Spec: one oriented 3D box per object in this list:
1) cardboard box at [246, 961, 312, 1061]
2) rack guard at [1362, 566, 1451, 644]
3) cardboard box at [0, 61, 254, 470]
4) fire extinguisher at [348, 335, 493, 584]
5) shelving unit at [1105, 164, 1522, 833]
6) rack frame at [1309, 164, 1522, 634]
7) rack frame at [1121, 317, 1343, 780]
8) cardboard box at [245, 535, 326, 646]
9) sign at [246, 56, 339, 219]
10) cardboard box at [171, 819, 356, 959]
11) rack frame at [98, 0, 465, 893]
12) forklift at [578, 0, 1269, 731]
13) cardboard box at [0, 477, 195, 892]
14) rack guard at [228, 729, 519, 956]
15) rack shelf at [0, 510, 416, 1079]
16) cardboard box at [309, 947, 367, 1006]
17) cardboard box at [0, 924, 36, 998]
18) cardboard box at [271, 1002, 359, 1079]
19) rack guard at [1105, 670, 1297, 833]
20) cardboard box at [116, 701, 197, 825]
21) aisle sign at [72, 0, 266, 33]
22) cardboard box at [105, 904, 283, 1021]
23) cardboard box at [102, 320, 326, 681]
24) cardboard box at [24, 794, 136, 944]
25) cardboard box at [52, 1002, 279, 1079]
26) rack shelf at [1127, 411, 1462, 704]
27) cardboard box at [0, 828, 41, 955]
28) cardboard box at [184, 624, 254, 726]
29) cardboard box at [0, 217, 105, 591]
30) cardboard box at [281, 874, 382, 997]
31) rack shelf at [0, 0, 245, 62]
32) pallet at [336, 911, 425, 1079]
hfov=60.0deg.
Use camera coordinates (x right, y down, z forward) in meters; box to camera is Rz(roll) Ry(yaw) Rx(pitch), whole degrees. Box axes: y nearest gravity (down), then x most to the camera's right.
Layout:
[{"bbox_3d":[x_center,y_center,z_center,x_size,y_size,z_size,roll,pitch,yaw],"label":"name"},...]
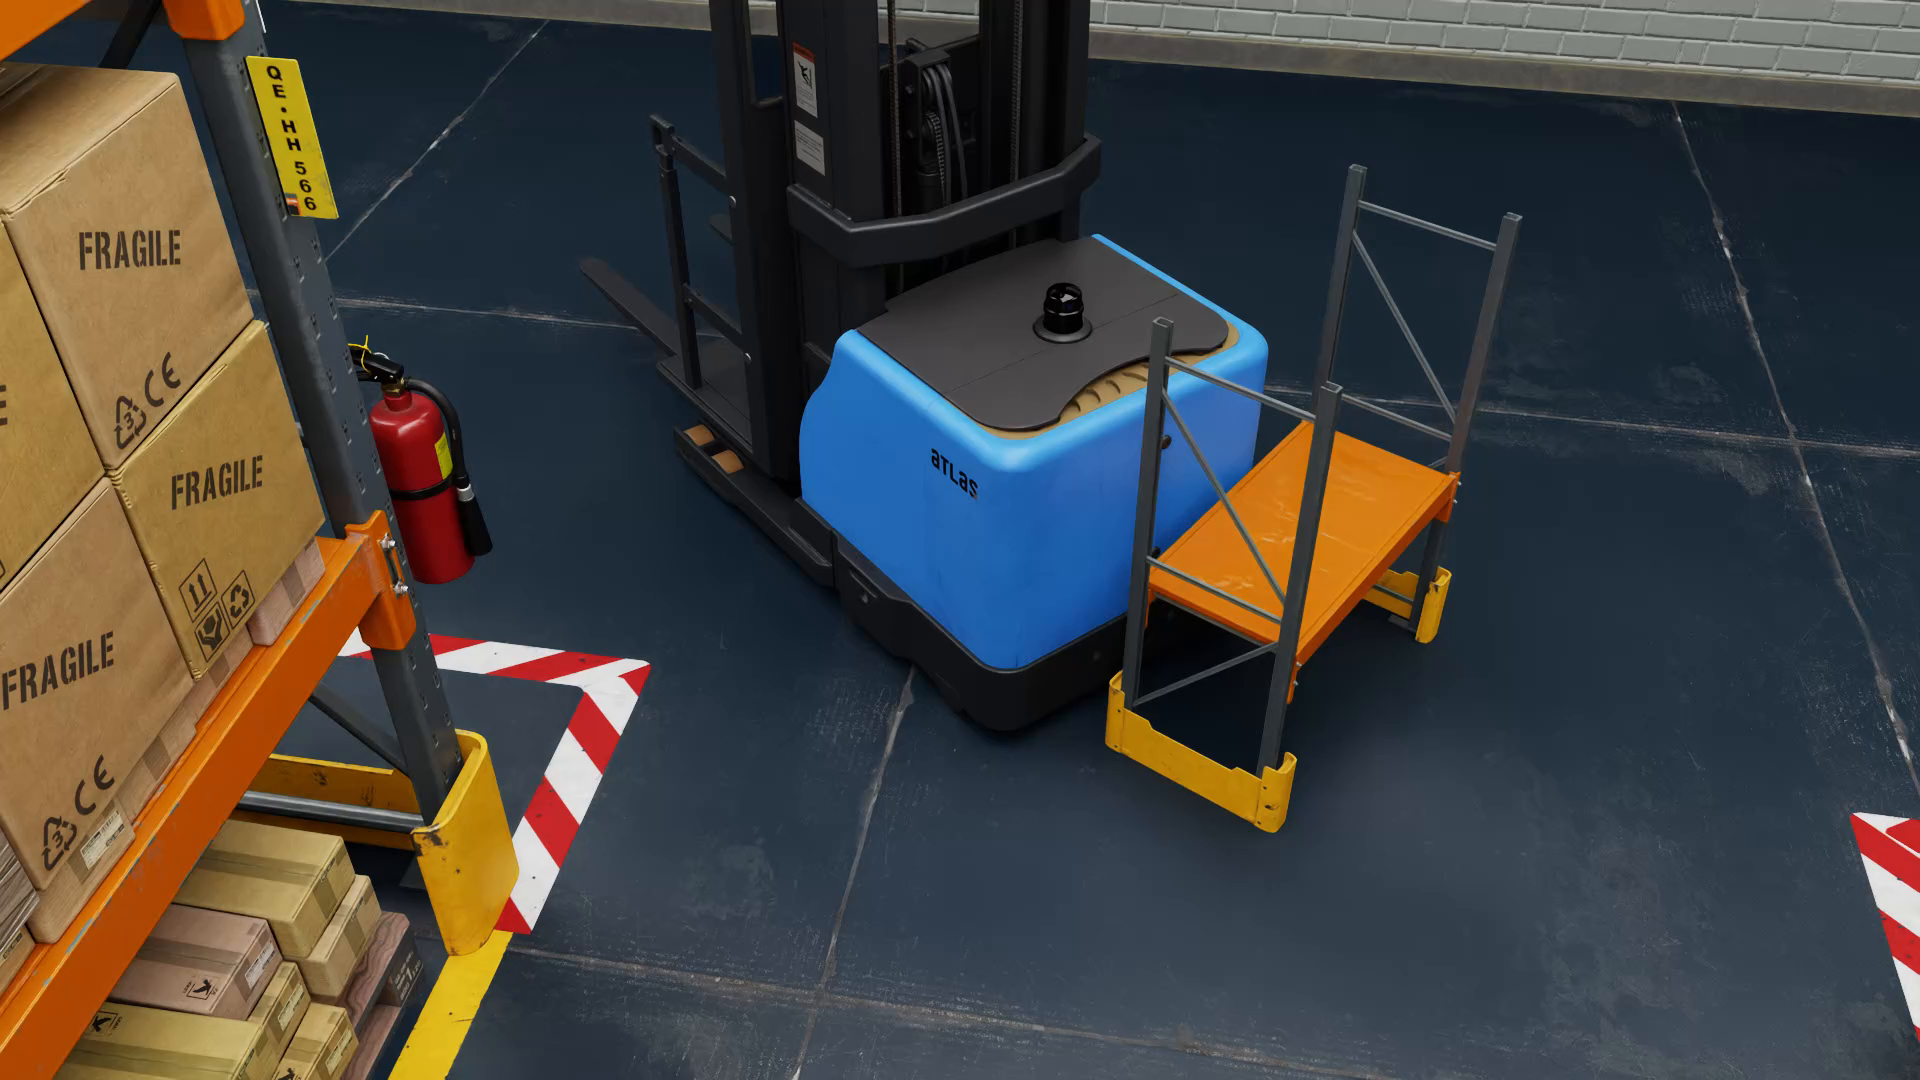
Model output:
[{"bbox_3d":[-1.717,1.078,3.766,0.380,0.149,0.250,6,40,7],"label":"cardboard box"},{"bbox_3d":[1.295,0.107,5.424,0.587,0.250,0.087,26,46,28],"label":"rack guard"},{"bbox_3d":[-1.643,-0.489,2.891,0.500,0.500,0.500,6,40,7],"label":"cardboard box"},{"bbox_3d":[-1.311,-0.199,3.990,0.296,0.674,0.183,6,40,8],"label":"fire extinguisher"},{"bbox_3d":[0.990,-0.124,4.722,0.587,1.500,1.083,26,46,28],"label":"shelving unit"},{"bbox_3d":[1.296,-0.375,5.027,0.500,1.500,0.032,26,46,28],"label":"rack frame"},{"bbox_3d":[0.674,0.137,4.407,0.500,1.500,0.032,26,46,28],"label":"rack frame"},{"bbox_3d":[-1.587,0.067,3.511,0.380,0.149,0.250,6,40,8],"label":"cardboard box"},{"bbox_3d":[-1.266,-0.759,3.158,0.100,0.325,0.005,6,40,8],"label":"sign"},{"bbox_3d":[-1.651,0.803,3.866,0.380,0.149,0.250,7,40,8],"label":"cardboard box"},{"bbox_3d":[-1.809,-0.265,3.717,1.000,3.000,0.127,6,40,8],"label":"rack frame"},{"bbox_3d":[-0.379,-1.450,5.204,1.130,2.935,3.031,-26,46,-28],"label":"forklift"},{"bbox_3d":[-1.727,0.215,2.824,0.500,0.500,0.500,6,40,7],"label":"cardboard box"},{"bbox_3d":[-1.822,0.746,4.455,1.175,0.500,0.348,6,40,8],"label":"rack guard"},{"bbox_3d":[-2.155,1.267,2.428,1.077,0.370,4.000,6,40,8],"label":"rack shelf"},{"bbox_3d":[-1.694,1.025,4.064,0.380,0.149,0.250,7,40,8],"label":"cardboard box"},{"bbox_3d":[-1.791,0.703,2.742,0.380,0.149,0.250,5,40,6],"label":"cardboard box"},{"bbox_3d":[-1.639,1.198,3.855,0.380,0.149,0.250,8,40,9],"label":"cardboard box"},{"bbox_3d":[0.686,0.609,4.817,0.587,0.250,0.087,26,46,28],"label":"rack guard"},{"bbox_3d":[-1.695,0.378,3.135,0.380,0.149,0.250,6,40,7],"label":"cardboard box"},{"bbox_3d":[-1.501,-1.280,2.904,0.394,0.787,0.004,6,40,8],"label":"aisle sign"},{"bbox_3d":[-1.751,0.954,3.683,0.380,0.149,0.250,7,40,9],"label":"cardboard box"},{"bbox_3d":[-1.633,-0.108,3.215,0.500,0.500,0.500,7,40,9],"label":"cardboard box"},{"bbox_3d":[-1.717,0.541,2.939,0.380,0.149,0.250,7,40,9],"label":"cardboard box"},{"bbox_3d":[-1.671,1.131,3.469,0.380,0.149,0.250,6,40,7],"label":"cardboard box"},{"bbox_3d":[0.985,0.020,4.831,0.538,0.185,1.000,26,46,28],"label":"rack shelf"},{"bbox_3d":[-1.806,0.534,2.438,0.500,0.500,0.500,7,40,8],"label":"cardboard box"},{"bbox_3d":[-1.667,0.219,3.328,0.380,0.149,0.250,6,40,8],"label":"cardboard box"},{"bbox_3d":[-1.731,-0.171,2.506,0.500,0.500,0.500,5,40,6],"label":"cardboard box"},{"bbox_3d":[-1.619,0.920,3.958,0.380,0.149,0.250,5,40,6],"label":"cardboard box"},{"bbox_3d":[-2.155,0.111,1.472,1.077,0.370,4.000,6,40,8],"label":"rack shelf"},{"bbox_3d":[-1.997,1.363,3.935,1.003,0.211,1.213,6,40,8],"label":"pallet"}]
